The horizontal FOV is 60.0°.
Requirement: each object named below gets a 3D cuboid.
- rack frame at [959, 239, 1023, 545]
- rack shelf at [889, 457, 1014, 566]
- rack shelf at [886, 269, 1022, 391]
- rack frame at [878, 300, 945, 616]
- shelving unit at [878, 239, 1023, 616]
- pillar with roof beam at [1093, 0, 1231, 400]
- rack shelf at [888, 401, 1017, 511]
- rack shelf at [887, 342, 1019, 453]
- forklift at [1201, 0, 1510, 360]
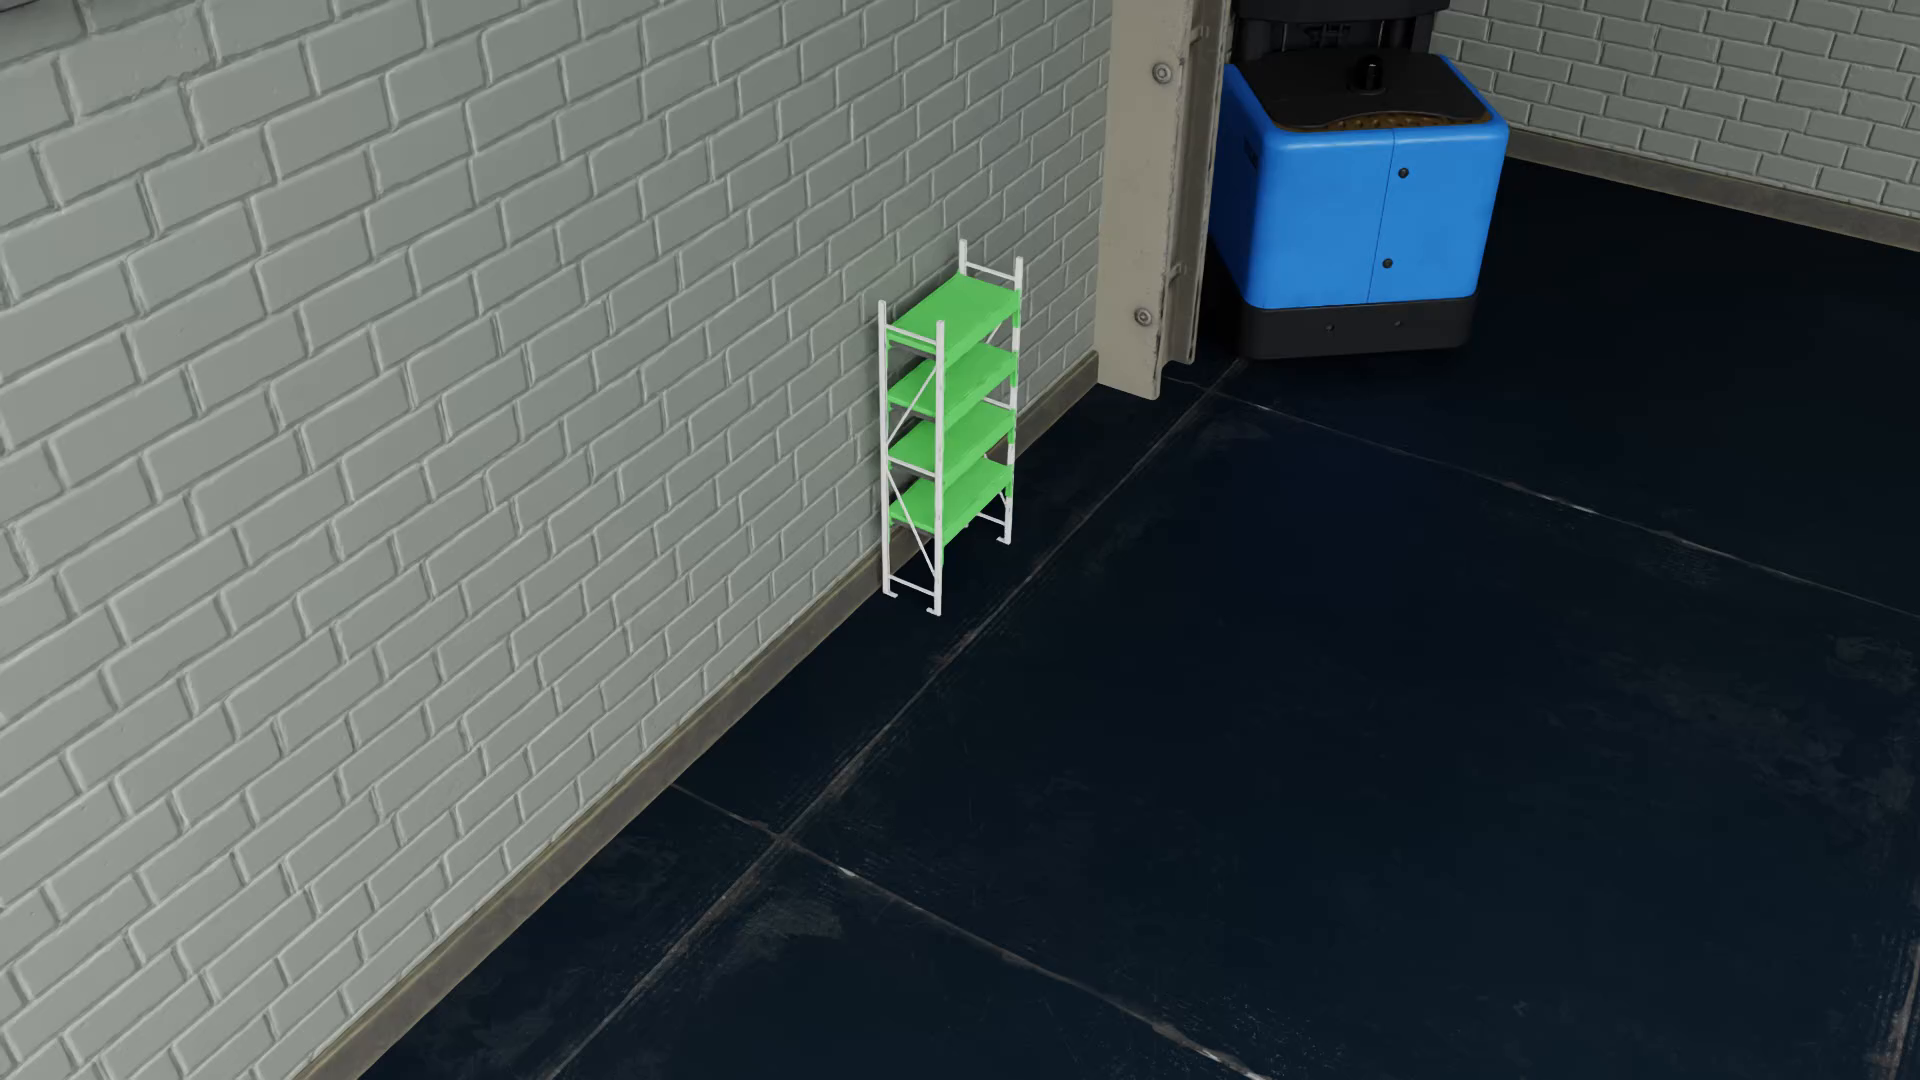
[{"bbox_3d":[0.094,-0.498,5.909,0.240,1.200,0.015,22,43,24],"label":"rack frame"},{"bbox_3d":[-0.039,-0.133,5.933,0.258,0.148,0.480,22,43,24],"label":"rack shelf"},{"bbox_3d":[-0.028,-0.698,5.488,0.258,0.148,0.480,22,43,24],"label":"rack shelf"},{"bbox_3d":[-0.163,-0.245,5.581,0.240,1.200,0.015,22,43,24],"label":"rack frame"},{"bbox_3d":[-0.034,-0.371,5.745,0.258,1.200,0.503,22,43,24],"label":"shelving unit"},{"bbox_3d":[4.428,-2.895,2.635,9.100,9.000,0.400,21,42,25],"label":"pillar with roof beam"},{"bbox_3d":[-0.035,-0.321,5.784,0.258,0.148,0.480,22,43,24],"label":"rack shelf"},{"bbox_3d":[-0.032,-0.510,5.636,0.258,0.148,0.480,22,43,24],"label":"rack shelf"},{"bbox_3d":[1.543,-2.826,7.515,1.130,2.935,3.031,-4,38,-5],"label":"forklift"}]
